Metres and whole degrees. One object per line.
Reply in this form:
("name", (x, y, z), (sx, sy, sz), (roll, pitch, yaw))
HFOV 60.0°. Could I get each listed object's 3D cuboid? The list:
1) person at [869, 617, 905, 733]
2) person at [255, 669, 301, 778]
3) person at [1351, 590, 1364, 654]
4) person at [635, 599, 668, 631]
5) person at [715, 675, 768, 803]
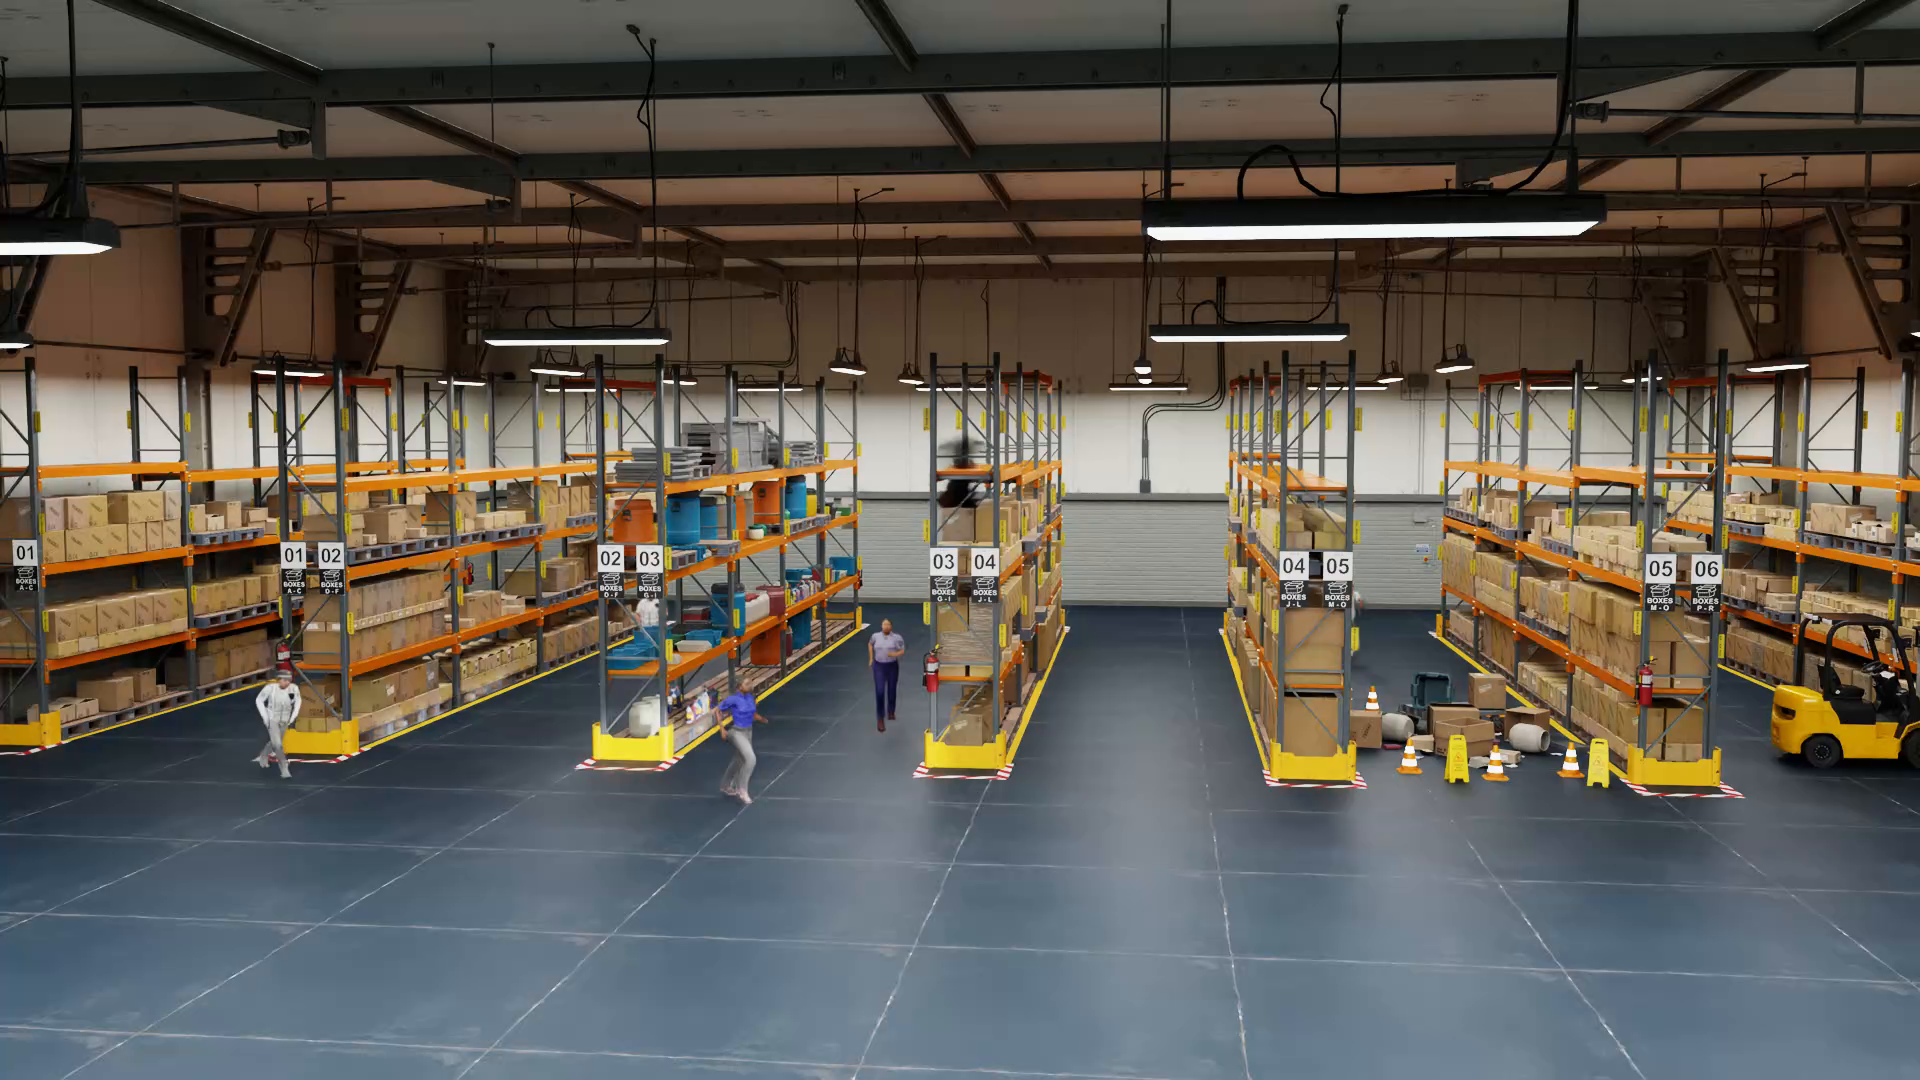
("person", (-1.145, 2.096, 25.950), (0.570, 1.750, 0.775), (0, 4, -2))
("person", (-9.735, 2.586, 23.684), (0.611, 1.576, 0.975), (-4, 5, -41))
("person", (8.247, 1.665, 35.325), (0.537, 1.726, 0.771), (0, 4, -6))
("person", (-6.227, 1.765, 33.487), (0.659, 1.732, 0.622), (0, 4, -4))
("person", (-2.875, 2.631, 21.969), (0.794, 1.694, 0.536), (2, 5, 28))
